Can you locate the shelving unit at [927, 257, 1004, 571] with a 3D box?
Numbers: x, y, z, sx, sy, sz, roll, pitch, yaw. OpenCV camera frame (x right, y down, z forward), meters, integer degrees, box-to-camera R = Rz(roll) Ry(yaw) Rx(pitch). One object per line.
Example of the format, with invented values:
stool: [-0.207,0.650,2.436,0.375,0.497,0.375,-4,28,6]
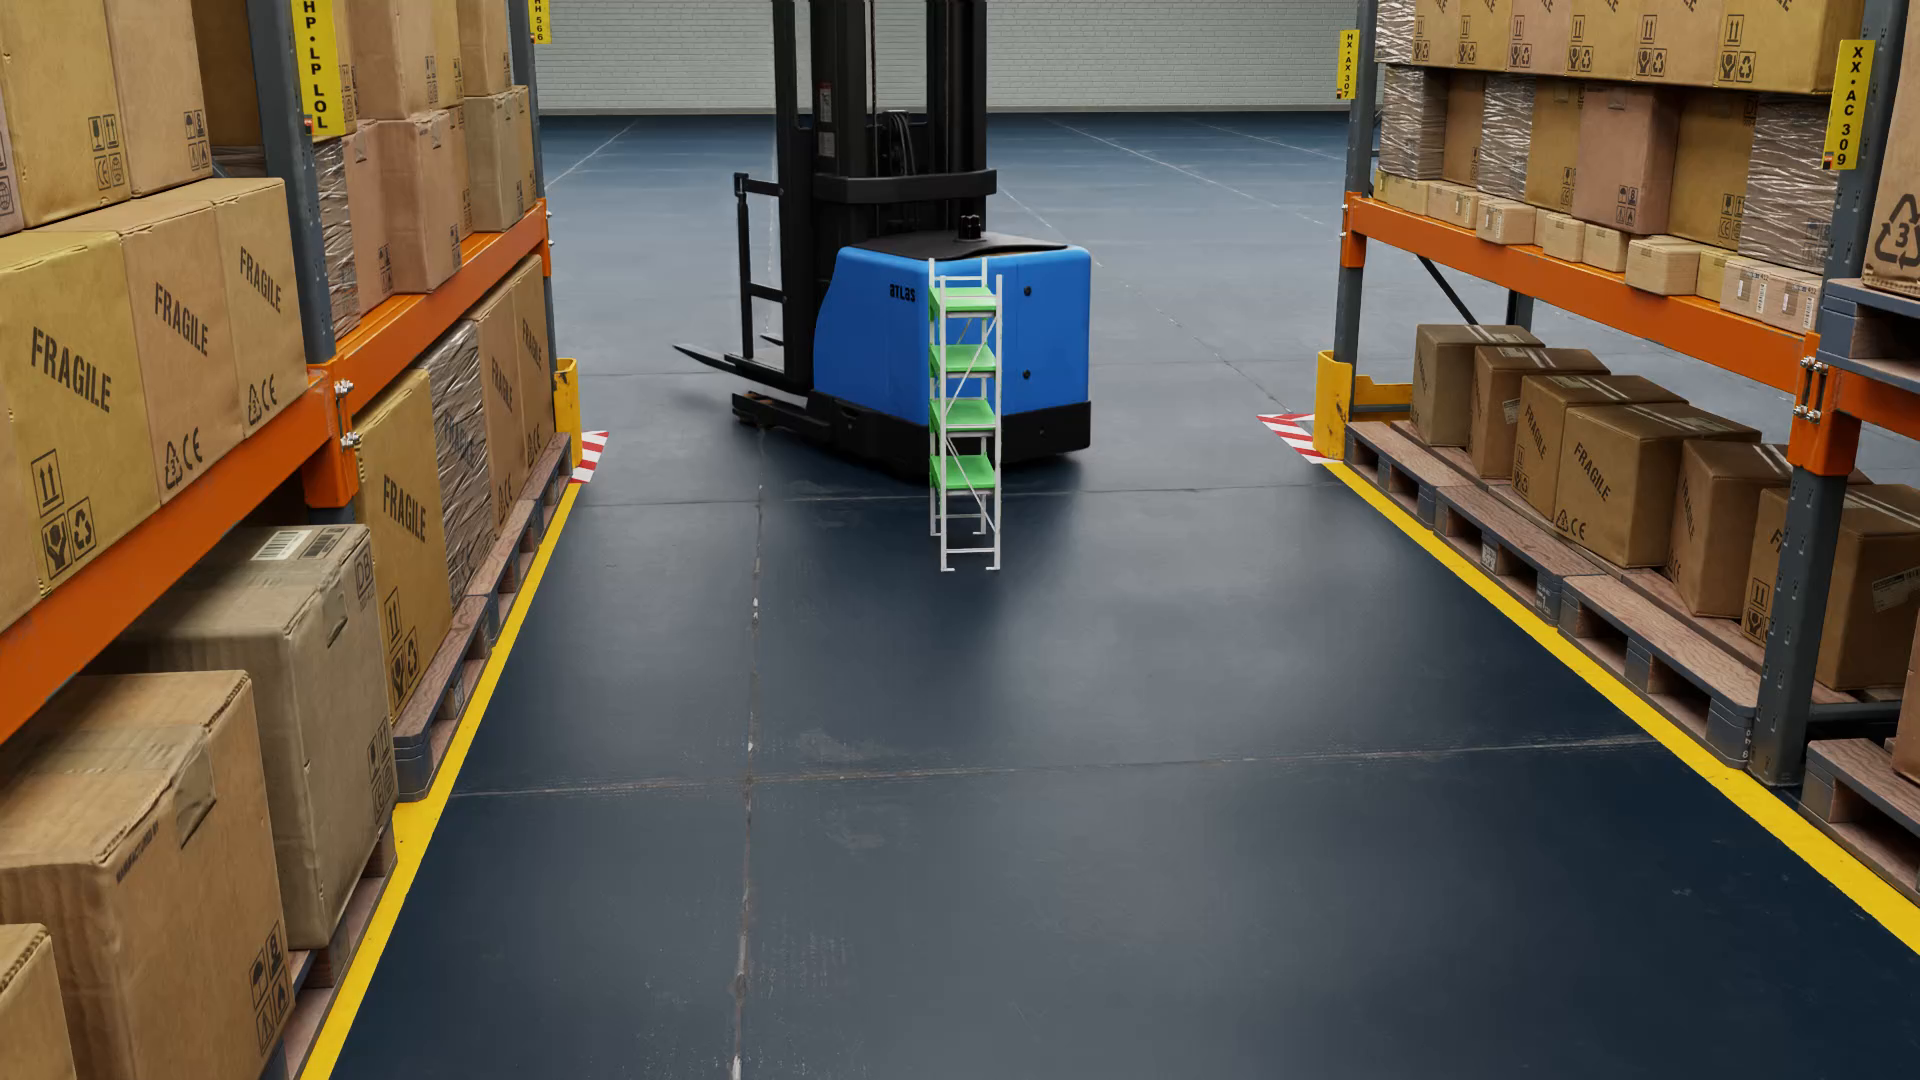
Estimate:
shelving unit: [0.017,-0.523,6.840,0.258,1.200,0.503,-2,18,-6]

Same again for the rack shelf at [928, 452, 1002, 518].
rack shelf: [0.017,-0.233,6.931,0.258,0.148,0.480,-2,18,-6]

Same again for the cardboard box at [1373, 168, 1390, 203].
cardboard box: [2.230,-1.715,8.051,0.380,0.149,0.250,-2,18,-6]

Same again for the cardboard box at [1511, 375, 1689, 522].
cardboard box: [2.627,-0.384,6.865,0.500,0.500,0.500,0,17,0]

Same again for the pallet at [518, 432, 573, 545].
pallet: [-2.346,-0.238,7.582,1.003,0.211,1.213,-2,18,-6]

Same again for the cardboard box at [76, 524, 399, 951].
cardboard box: [-1.940,0.443,3.813,1.050,0.750,0.750,-2,18,-6]

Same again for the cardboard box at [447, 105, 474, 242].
cardboard box: [-2.412,-1.432,6.482,0.875,0.550,0.550,-2,18,-6]

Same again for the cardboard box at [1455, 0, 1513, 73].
cardboard box: [2.321,-2.123,6.600,0.500,0.500,0.500,-2,18,-6]

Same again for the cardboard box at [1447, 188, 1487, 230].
cardboard box: [2.313,-1.416,7.100,0.380,0.149,0.250,-2,18,-6]

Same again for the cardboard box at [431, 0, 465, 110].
cardboard box: [-2.251,-1.793,5.827,0.875,0.550,0.500,-2,18,-6]

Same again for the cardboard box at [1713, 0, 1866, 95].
cardboard box: [2.530,-1.528,4.702,0.500,0.500,0.500,-2,18,-6]

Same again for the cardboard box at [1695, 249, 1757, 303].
cardboard box: [2.553,-0.822,5.206,0.380,0.149,0.250,-2,18,-6]

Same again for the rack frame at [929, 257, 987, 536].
rack frame: [-0.008,-0.596,7.072,0.240,1.200,0.015,-2,18,-6]

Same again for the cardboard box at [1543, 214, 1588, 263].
cardboard box: [2.396,-1.118,6.149,0.380,0.149,0.250,-2,18,-6]

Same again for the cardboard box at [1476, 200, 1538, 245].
cardboard box: [2.288,-1.265,6.618,0.380,0.149,0.250,-2,18,-6]

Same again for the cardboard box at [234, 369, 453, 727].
cardboard box: [-2.089,0.012,4.978,0.875,0.875,0.875,-2,17,-5]

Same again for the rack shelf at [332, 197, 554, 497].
rack shelf: [-2.300,-0.865,6.125,1.077,0.370,4.000,-2,18,-6]

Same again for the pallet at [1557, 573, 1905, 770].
pallet: [2.746,0.396,5.563,1.003,0.211,1.213,-2,18,-6]

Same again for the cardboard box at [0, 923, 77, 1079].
cardboard box: [-1.748,1.008,2.013,1.050,0.750,0.750,-2,17,-5]

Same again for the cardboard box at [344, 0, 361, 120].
cardboard box: [-2.270,-1.470,4.799,0.875,0.550,0.550,-2,18,-6]

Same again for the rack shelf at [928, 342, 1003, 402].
rack shelf: [0.017,-0.691,6.788,0.258,0.148,0.480,-2,18,-6]

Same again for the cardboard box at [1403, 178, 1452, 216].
cardboard box: [2.247,-1.565,7.573,0.380,0.149,0.250,-2,18,-6]

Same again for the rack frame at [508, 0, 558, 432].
rack frame: [-2.506,-1.804,7.915,1.000,3.000,0.127,-2,18,-6]

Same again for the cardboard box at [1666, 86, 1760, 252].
cardboard box: [2.849,-1.211,5.363,0.875,0.500,0.500,-2,18,-6]

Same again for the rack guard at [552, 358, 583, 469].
rack guard: [-2.509,-0.618,8.313,1.175,0.500,0.348,-2,18,-6]

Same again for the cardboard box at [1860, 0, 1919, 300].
cardboard box: [2.793,-0.981,3.591,1.000,1.000,1.000,-2,18,-5]

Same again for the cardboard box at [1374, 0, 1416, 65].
cardboard box: [2.223,-2.421,7.549,0.500,0.500,0.500,-2,18,-6]

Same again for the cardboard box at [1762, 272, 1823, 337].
cardboard box: [2.536,-0.670,4.724,0.380,0.149,0.250,-2,18,-6]

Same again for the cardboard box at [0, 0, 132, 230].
cardboard box: [-1.982,-0.836,2.996,0.700,0.500,0.500,-2,18,-7]

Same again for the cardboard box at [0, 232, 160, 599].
cardboard box: [-1.670,-0.212,2.676,0.500,0.500,0.500,-2,17,-5]

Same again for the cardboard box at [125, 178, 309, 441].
cardboard box: [-1.774,-0.513,3.635,0.500,0.500,0.500,-2,18,-6]

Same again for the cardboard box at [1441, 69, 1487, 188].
cardboard box: [2.638,-1.807,7.261,0.875,0.500,0.500,-2,18,-6]

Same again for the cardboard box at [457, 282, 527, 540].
cardboard box: [-2.278,-0.529,6.699,0.875,0.875,0.875,-2,18,-7]

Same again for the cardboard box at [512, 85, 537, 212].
cardboard box: [-2.423,-1.766,7.545,0.875,0.550,0.550,-2,18,-6]

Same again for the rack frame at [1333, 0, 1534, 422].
rack frame: [2.438,-1.927,8.307,1.000,3.000,0.127,-2,18,-6]

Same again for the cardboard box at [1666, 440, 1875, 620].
cardboard box: [2.782,-0.034,5.749,0.500,0.500,0.500,4,18,12]

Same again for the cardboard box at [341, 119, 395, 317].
cardboard box: [-2.223,-0.956,4.966,0.875,0.550,0.550,-2,18,-6]

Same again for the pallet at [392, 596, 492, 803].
pallet: [-2.094,0.489,5.266,1.003,0.211,1.213,-2,18,-6]

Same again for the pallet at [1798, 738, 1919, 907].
pallet: [2.932,0.827,4.190,1.003,0.211,1.213,-2,18,-6]

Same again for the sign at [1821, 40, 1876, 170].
sign: [2.311,-1.129,4.321,0.100,0.325,0.005,-2,18,-6]

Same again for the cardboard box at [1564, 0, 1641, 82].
cardboard box: [2.427,-1.825,5.651,0.500,0.500,0.500,-2,18,-6]

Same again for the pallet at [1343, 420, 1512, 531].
pallet: [2.494,-0.331,7.879,1.003,0.211,1.213,-2,18,-6]

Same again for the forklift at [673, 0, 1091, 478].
forklift: [-0.611,-2.080,8.910,1.130,2.935,3.031,-12,21,-34]

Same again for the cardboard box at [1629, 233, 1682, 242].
cardboard box: [2.522,-0.971,5.682,0.380,0.149,0.250,-2,18,-6]

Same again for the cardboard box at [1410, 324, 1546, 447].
cardboard box: [2.485,-0.748,8.025,0.500,0.500,0.500,1,17,5]

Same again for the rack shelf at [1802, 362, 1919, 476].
rack shelf: [3.056,0.204,2.721,1.077,0.370,4.000,-2,18,-6]

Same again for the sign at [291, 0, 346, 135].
sign: [-1.555,-1.147,4.020,0.100,0.325,0.005,-2,18,-6]

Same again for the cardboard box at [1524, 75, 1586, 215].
cardboard box: [2.687,-1.507,6.306,0.875,0.500,0.500,-2,18,-6]
